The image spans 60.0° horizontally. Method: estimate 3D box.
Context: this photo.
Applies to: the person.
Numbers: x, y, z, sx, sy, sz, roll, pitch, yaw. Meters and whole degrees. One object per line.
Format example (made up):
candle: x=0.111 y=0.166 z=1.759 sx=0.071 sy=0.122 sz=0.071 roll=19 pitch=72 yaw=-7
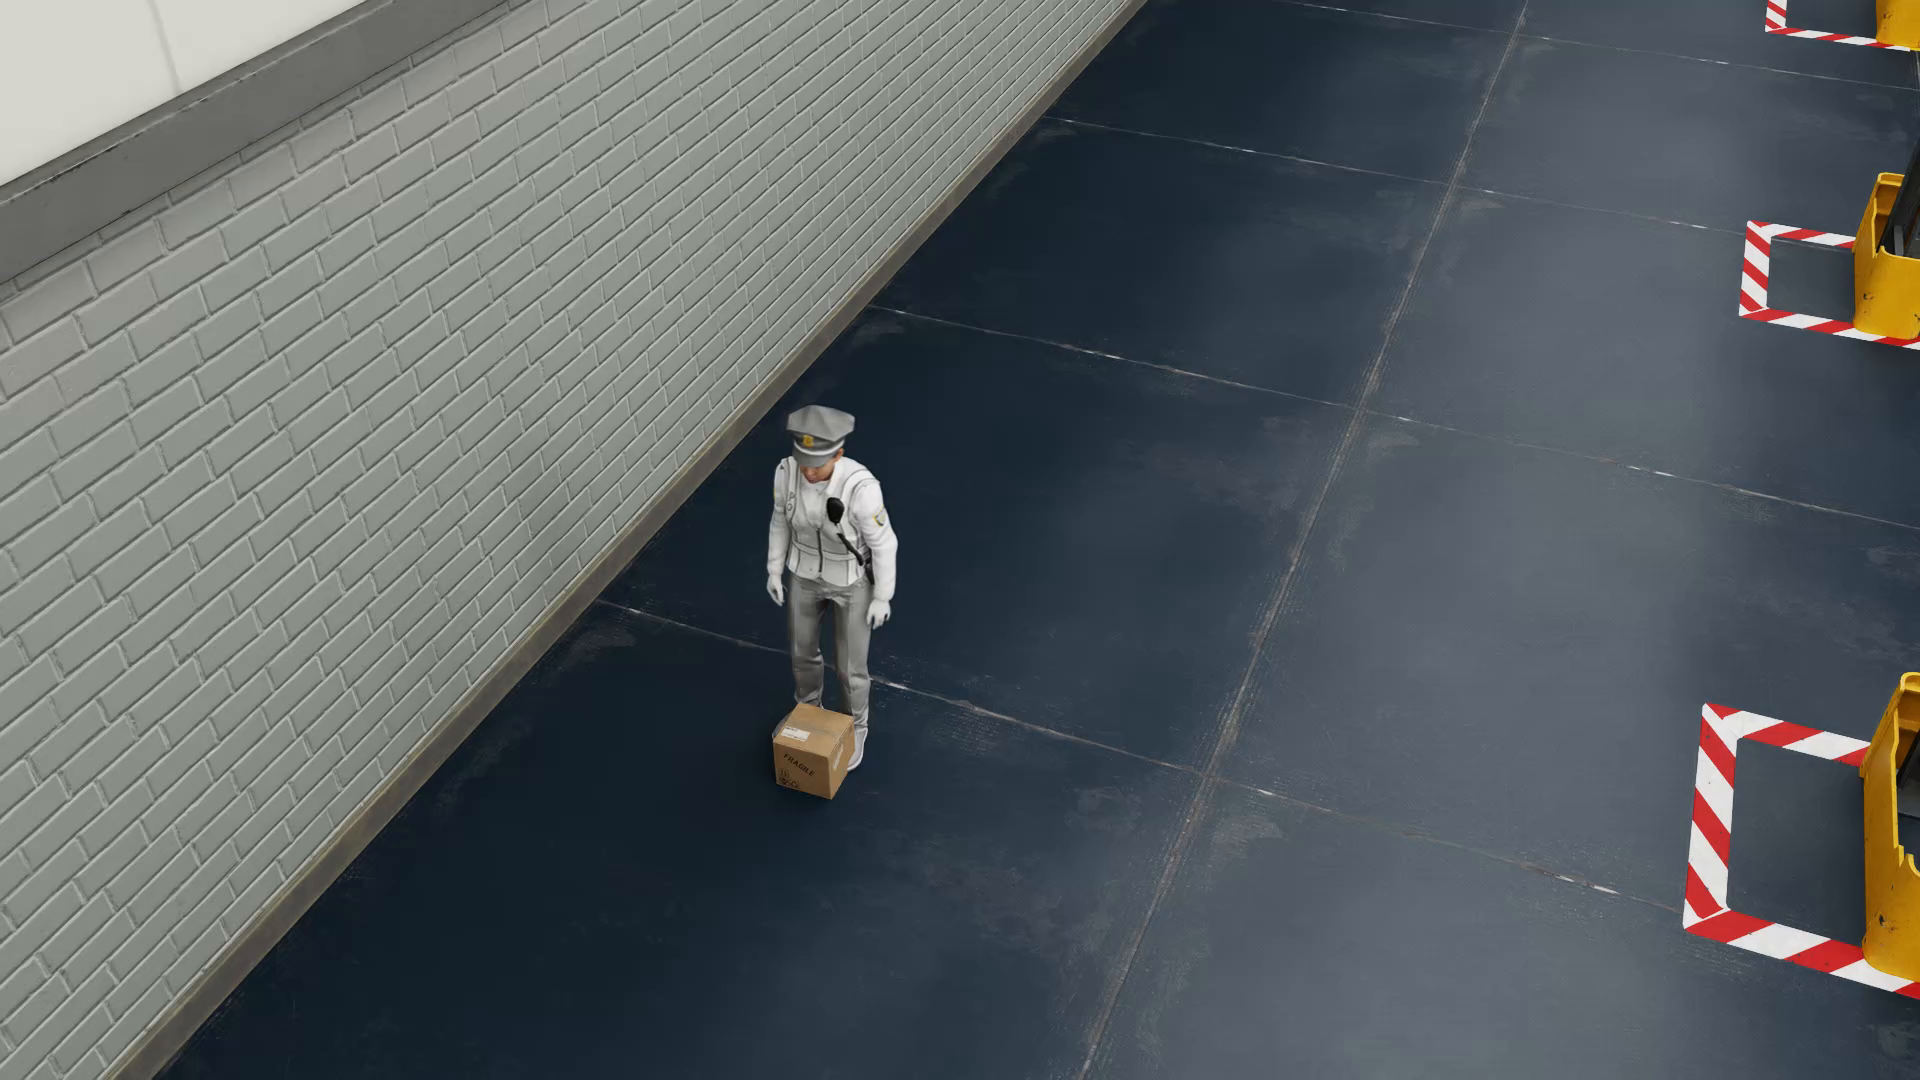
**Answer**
person: x=-0.516 y=0.183 z=6.579 sx=0.539 sy=1.663 sz=0.405 roll=13 pitch=40 yaw=16
